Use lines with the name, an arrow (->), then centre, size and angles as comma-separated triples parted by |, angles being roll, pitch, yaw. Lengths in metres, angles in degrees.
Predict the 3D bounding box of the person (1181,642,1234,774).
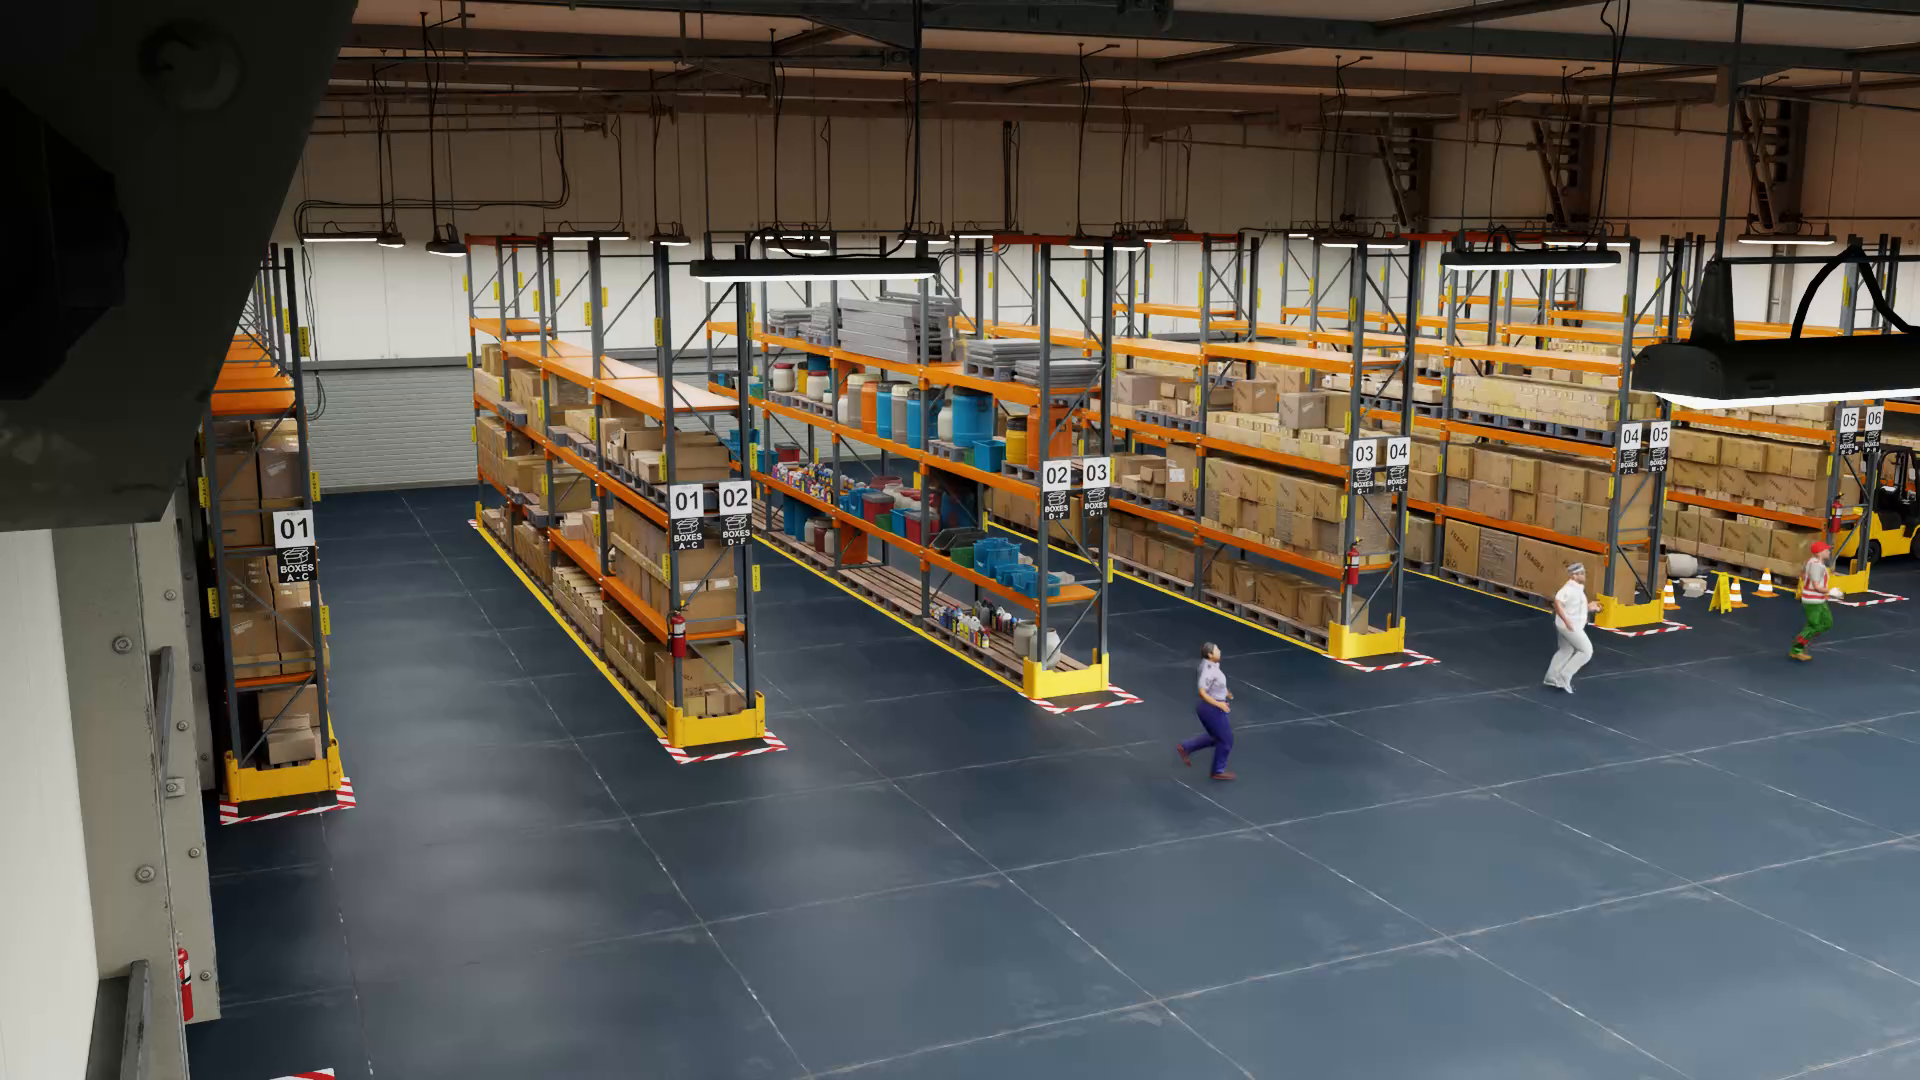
person -> 2.827, 1.907, 18.930 | 0.593, 1.536, 0.613 | 1, 11, 4

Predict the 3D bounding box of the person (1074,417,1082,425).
person -> 2.938, -2.418, 41.309 | 0.620, 1.632, 0.828 | -8, 14, -37

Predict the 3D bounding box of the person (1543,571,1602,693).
person -> 8.318, 1.201, 22.526 | 0.697, 1.746, 0.632 | 3, 11, 14

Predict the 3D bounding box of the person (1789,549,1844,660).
person -> 12.369, 0.894, 23.969 | 0.621, 1.695, 0.685 | 5, 12, 26
